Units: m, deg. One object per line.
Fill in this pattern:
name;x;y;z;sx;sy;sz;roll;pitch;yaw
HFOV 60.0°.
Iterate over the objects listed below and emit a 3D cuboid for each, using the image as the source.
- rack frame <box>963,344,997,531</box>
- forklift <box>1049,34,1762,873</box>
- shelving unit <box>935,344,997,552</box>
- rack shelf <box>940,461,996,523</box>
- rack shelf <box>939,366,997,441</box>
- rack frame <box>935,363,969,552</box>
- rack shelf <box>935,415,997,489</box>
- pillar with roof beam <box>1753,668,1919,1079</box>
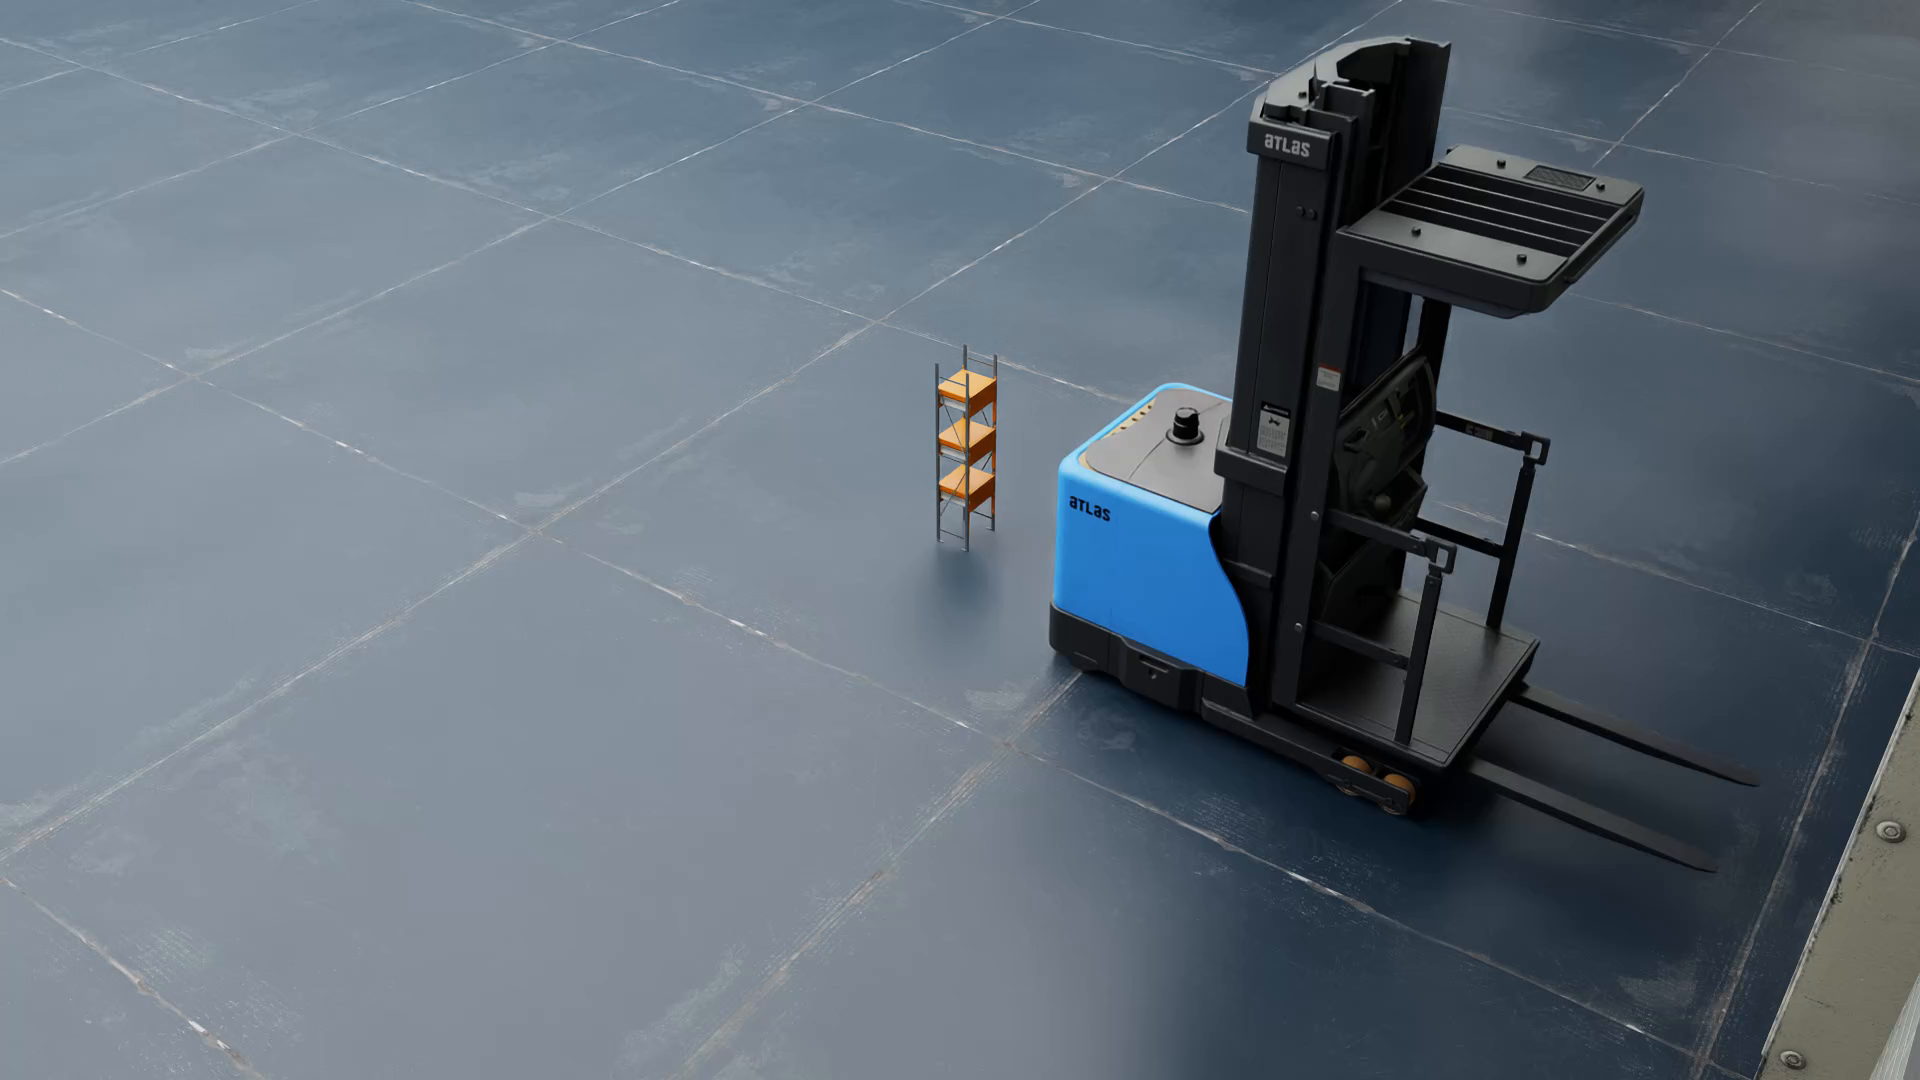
rack frame;0.100;-0.516;8.575;0.200;1.050;0.008;21;39;28
forklift;1.909;-0.394;6.716;3.031;2.935;1.130;22;40;29
shelving unit;0.031;-0.460;8.492;0.215;1.050;0.252;21;39;28
rack shelf;0.031;-0.221;8.654;0.215;0.259;0.240;21;39;28
rack shelf;0.031;-0.686;8.339;0.215;0.259;0.240;21;39;28
rack frame;-0.039;-0.403;8.409;0.200;1.050;0.008;21;39;28
rack shelf;0.031;-0.451;8.498;0.215;0.259;0.240;21;39;28
pillar with roof beam;-0.599;-3.131;5.346;9.100;9.000;0.400;21;39;28
